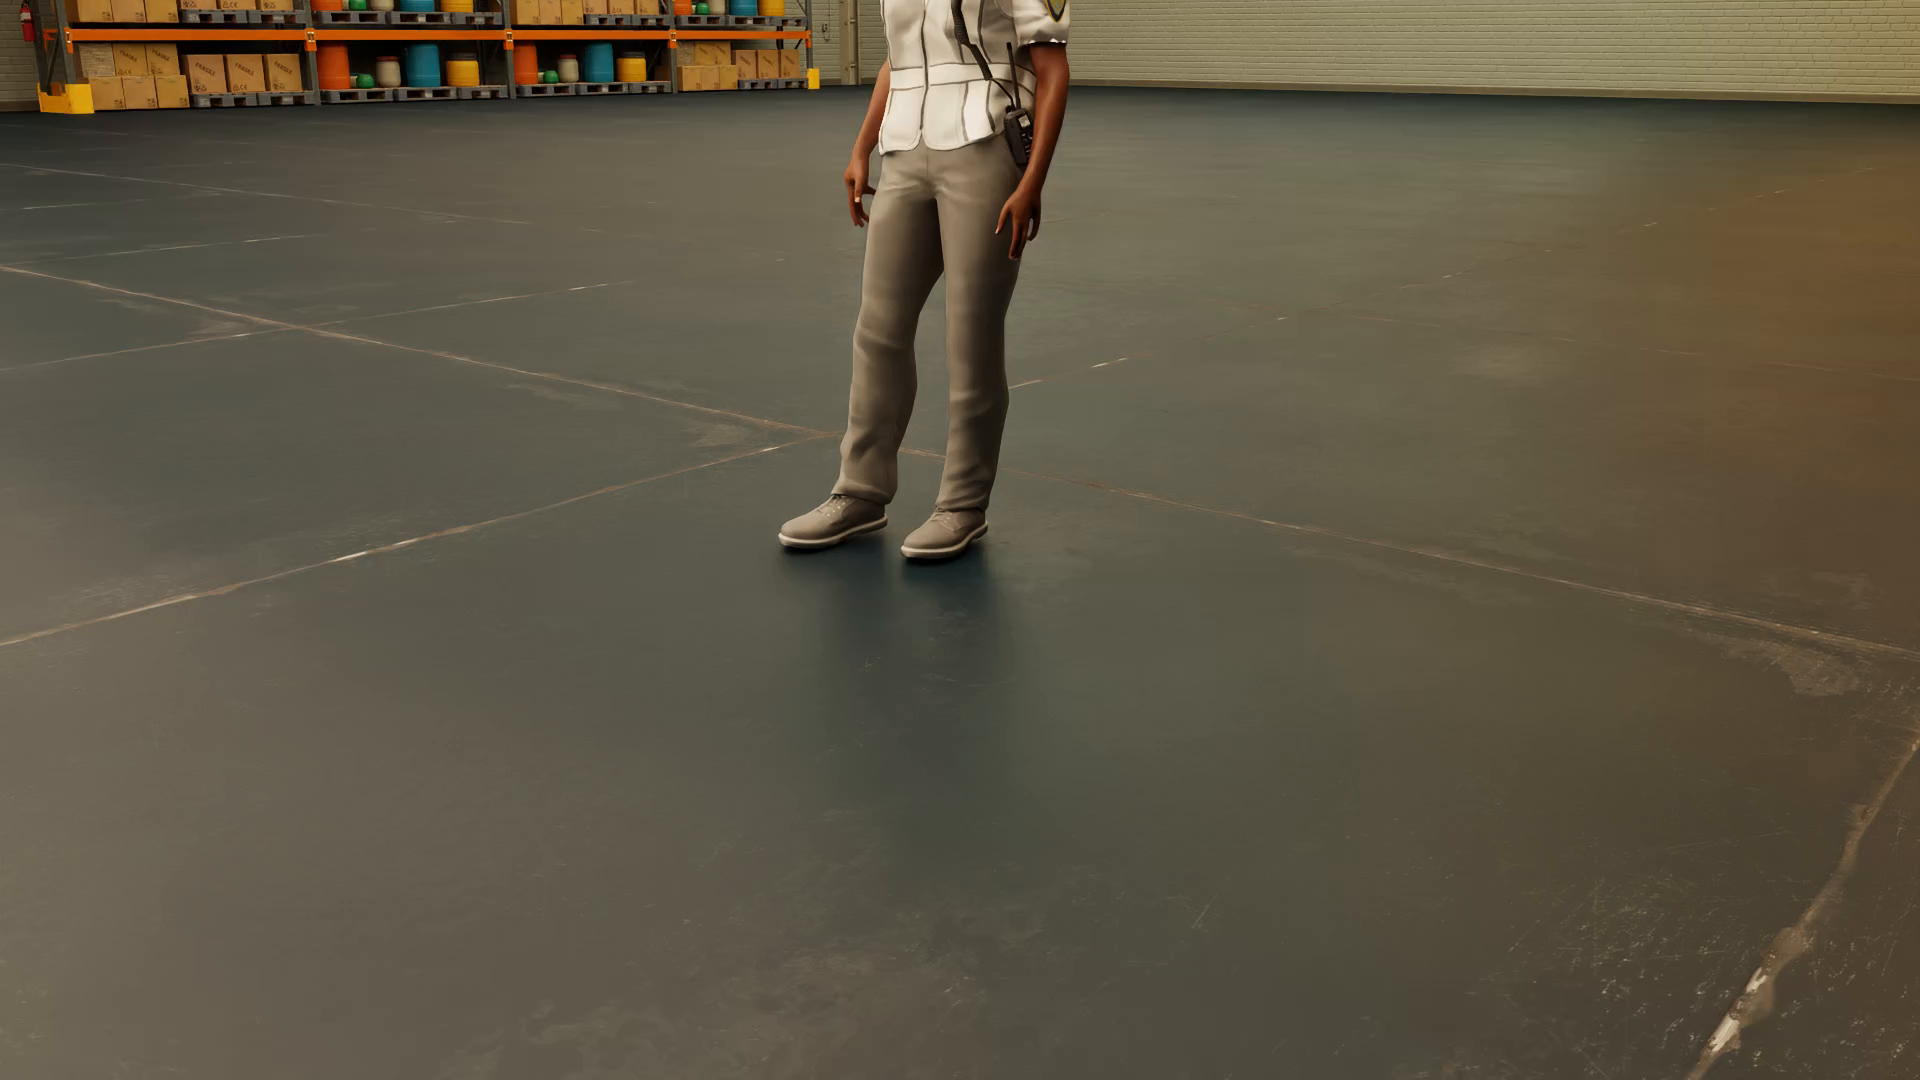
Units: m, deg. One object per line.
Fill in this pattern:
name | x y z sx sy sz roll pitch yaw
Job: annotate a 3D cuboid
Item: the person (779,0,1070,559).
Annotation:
person | -0.063 -0.805 3.651 0.569 1.694 0.530 13 21 37
